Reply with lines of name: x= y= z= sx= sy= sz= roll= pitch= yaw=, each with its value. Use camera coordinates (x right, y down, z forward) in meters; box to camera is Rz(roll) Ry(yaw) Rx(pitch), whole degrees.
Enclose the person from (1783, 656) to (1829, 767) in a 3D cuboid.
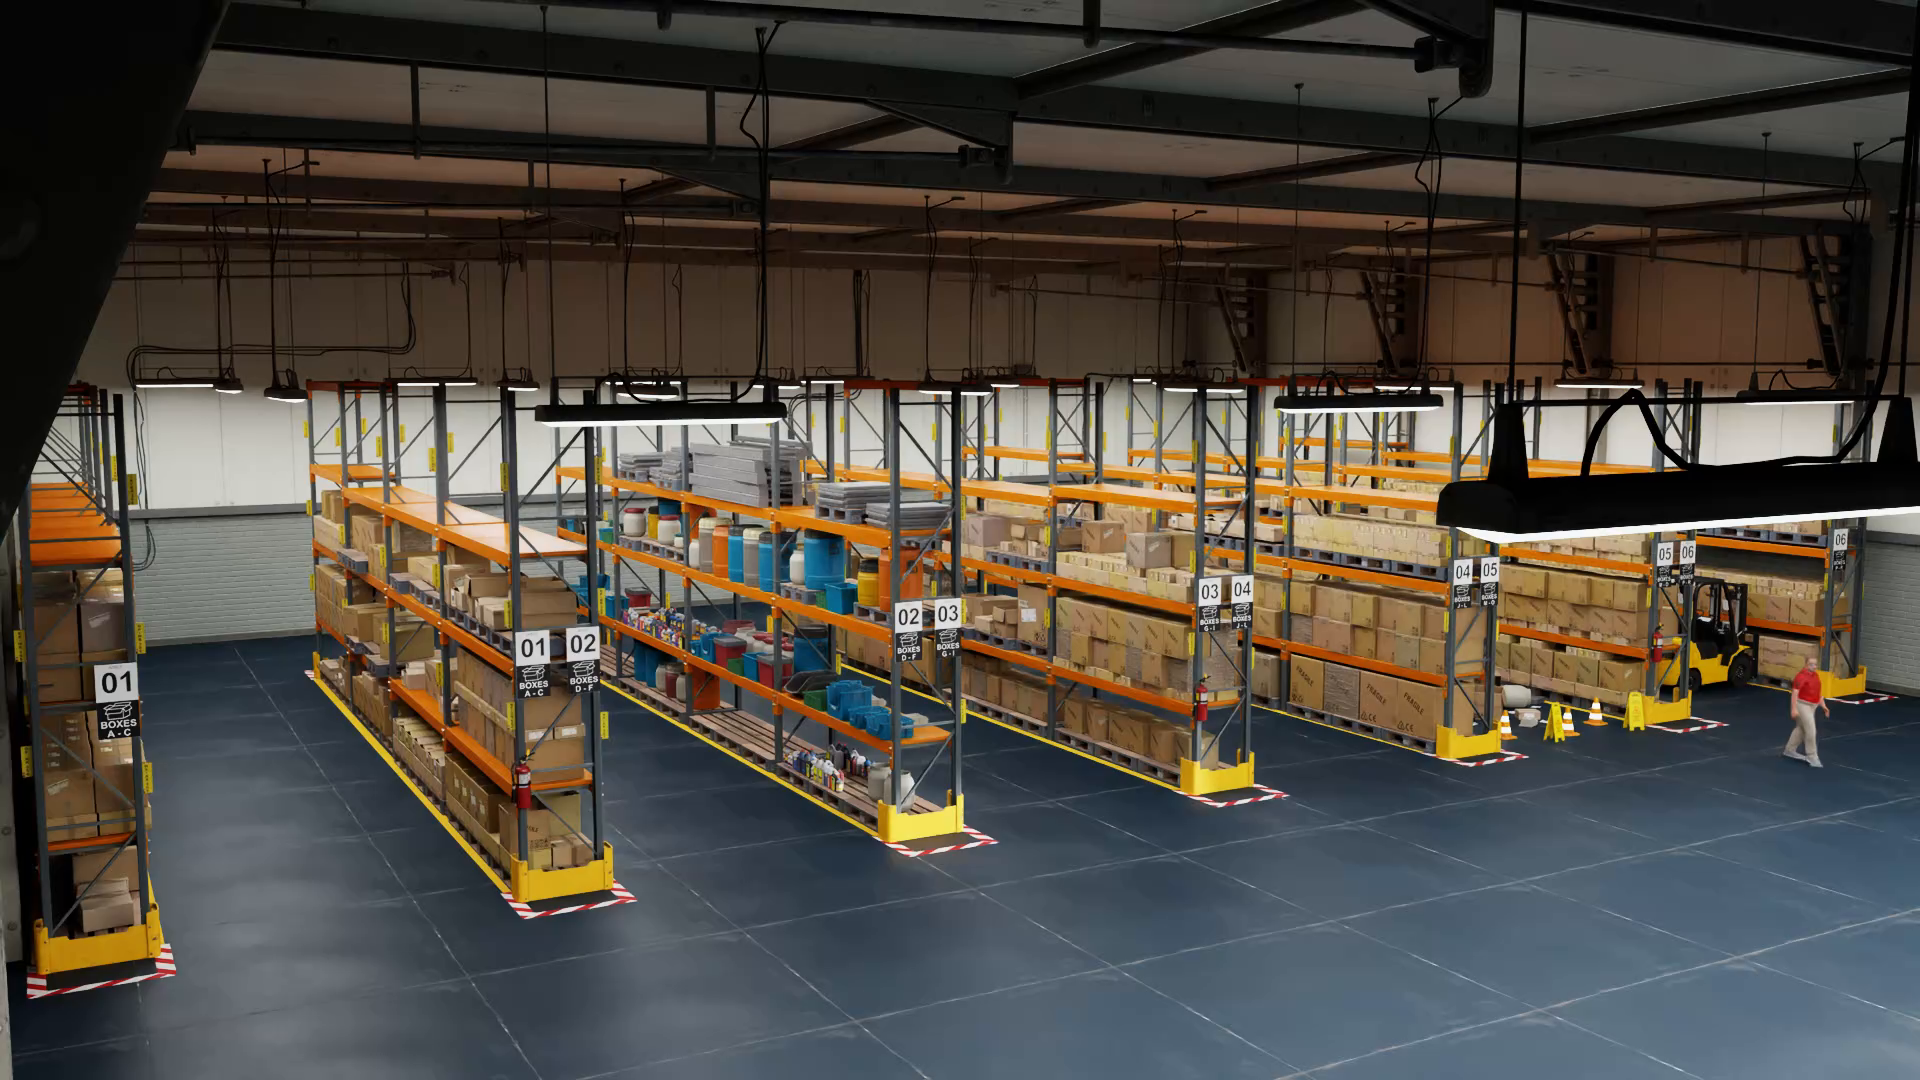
person: x=13.418 y=2.717 z=26.335 sx=0.563 sy=1.801 sz=0.705 roll=-5 pitch=8 yaw=-41
